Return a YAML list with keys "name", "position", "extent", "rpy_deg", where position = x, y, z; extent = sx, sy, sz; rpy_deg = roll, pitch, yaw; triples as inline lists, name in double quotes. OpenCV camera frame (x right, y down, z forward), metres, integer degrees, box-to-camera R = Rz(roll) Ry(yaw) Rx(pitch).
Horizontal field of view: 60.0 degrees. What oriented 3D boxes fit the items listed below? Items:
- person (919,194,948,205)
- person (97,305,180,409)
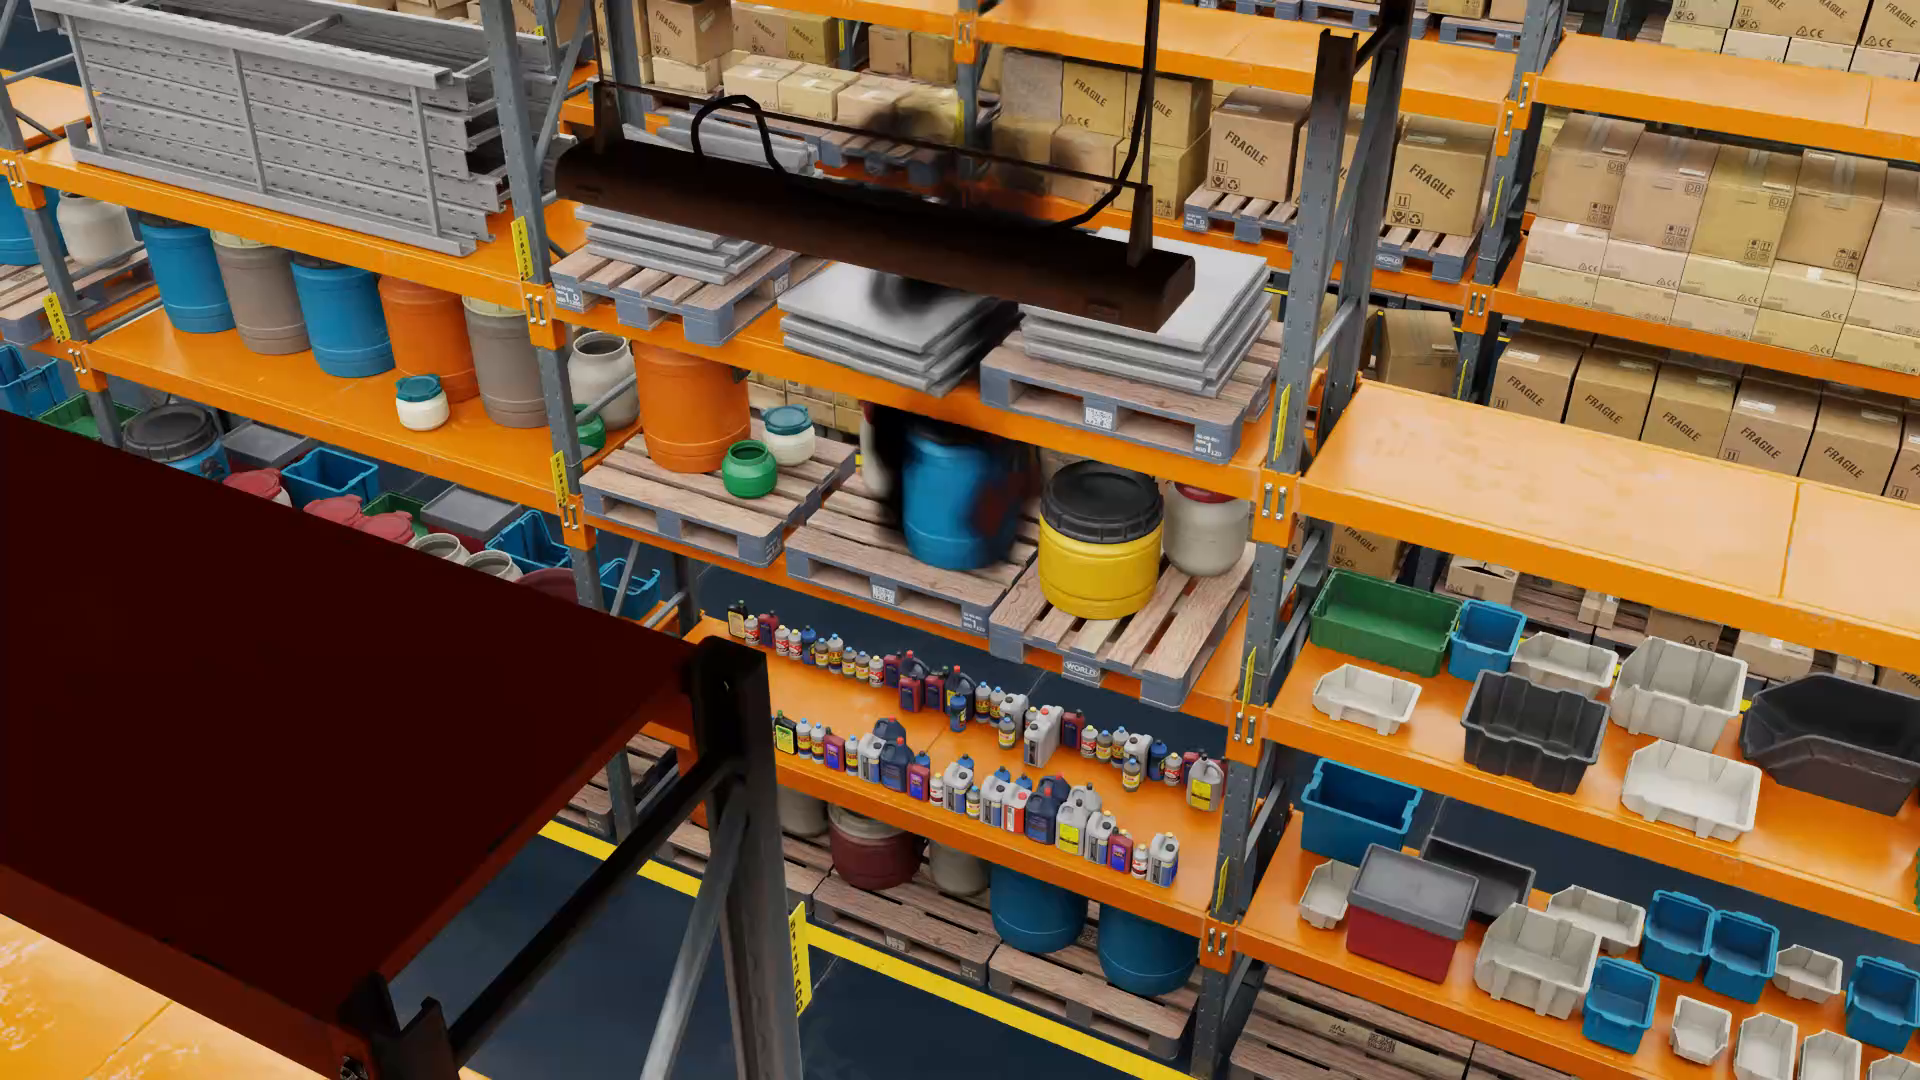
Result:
- name: "person"
  position: [-0.339, -3.005, 16.705]
  extent: [0.528, 1.653, 0.589]
  rpy_deg: [12, 37, 17]
- name: "person"
  position: [-7.145, -1.567, 14.617]
  extent: [0.814, 1.821, 0.671]
  rpy_deg: [12, 37, 16]
